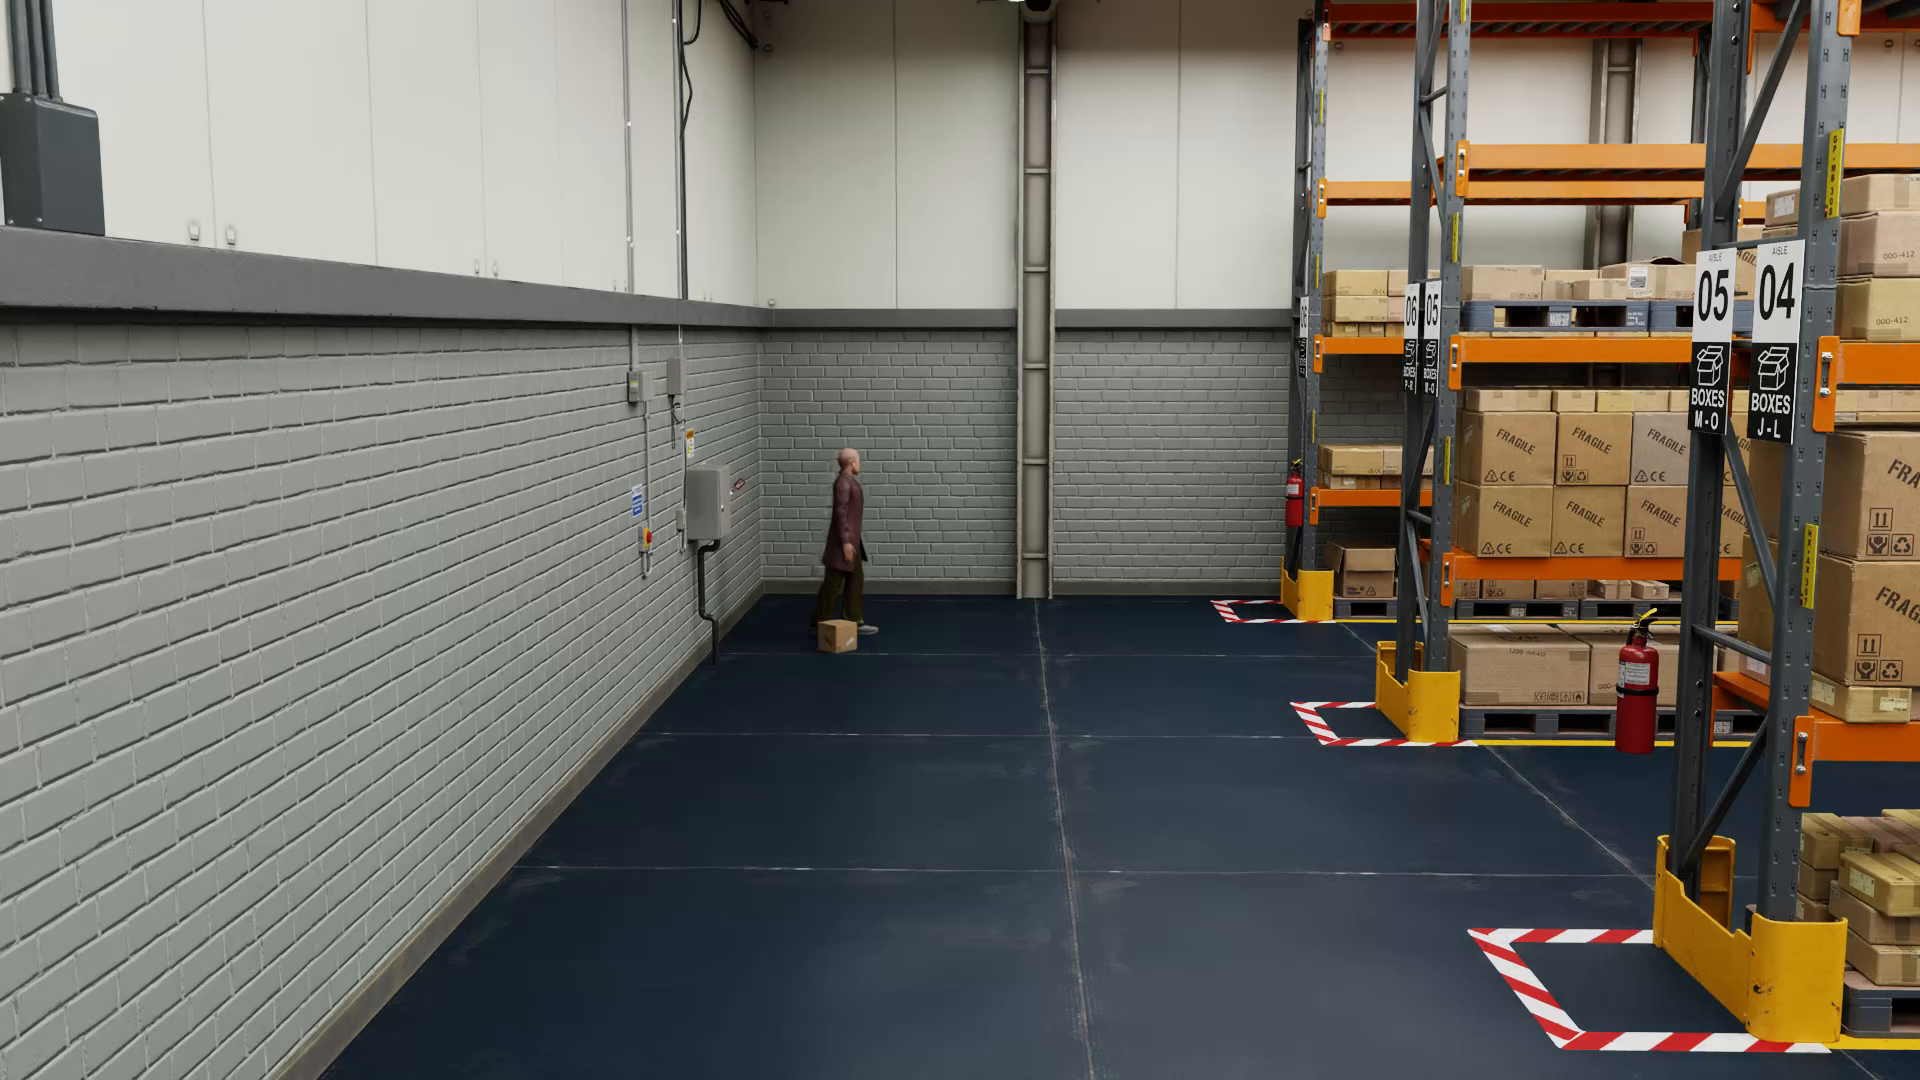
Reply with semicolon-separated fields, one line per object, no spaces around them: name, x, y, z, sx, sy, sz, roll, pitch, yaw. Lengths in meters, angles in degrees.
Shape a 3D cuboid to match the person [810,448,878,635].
person;-1.095;0.031;15.569;0.620;1.779;0.599;0;7;2
